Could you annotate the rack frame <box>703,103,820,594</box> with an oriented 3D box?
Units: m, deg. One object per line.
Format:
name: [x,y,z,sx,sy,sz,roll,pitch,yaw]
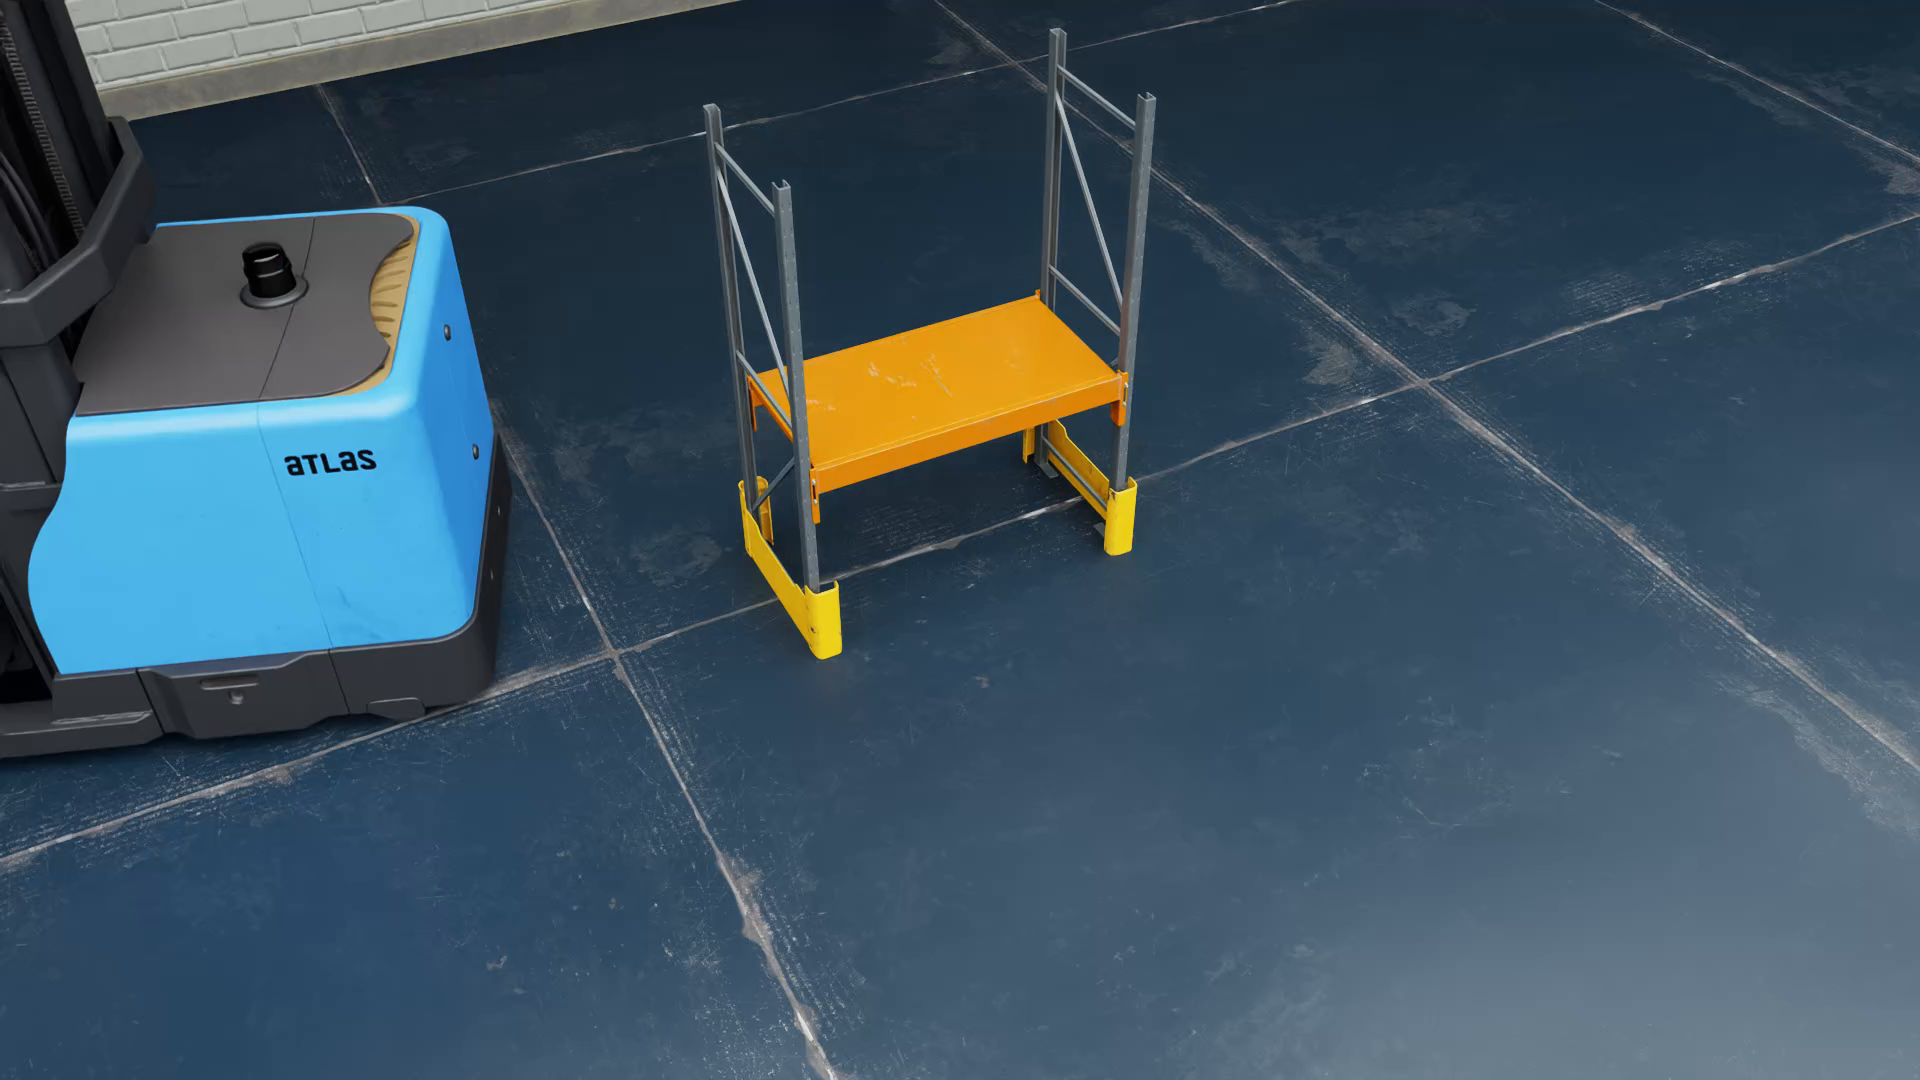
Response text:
rack frame: [-0.527,-0.395,4.556,0.032,1.500,0.500,-19,44,-21]

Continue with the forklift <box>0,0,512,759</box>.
forklift: [-2.875,-0.814,3.943,3.031,2.935,1.130,-5,41,-6]

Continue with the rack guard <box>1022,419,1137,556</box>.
rack guard: [0.374,-0.221,5.318,0.087,0.250,0.587,-19,44,-21]

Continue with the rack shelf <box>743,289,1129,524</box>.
rack shelf: [-0.076,-0.410,4.852,1.000,0.185,0.538,-19,44,-21]

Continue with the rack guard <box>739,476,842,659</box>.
rack guard: [-0.509,0.076,4.967,0.087,0.250,0.587,-19,44,-21]

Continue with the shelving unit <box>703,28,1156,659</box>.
shelving unit: [-0.068,-0.550,4.739,1.083,1.500,0.587,-19,44,-21]

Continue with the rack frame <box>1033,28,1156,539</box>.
rack frame: [0.375,-0.699,4.915,0.032,1.500,0.500,-19,44,-21]
